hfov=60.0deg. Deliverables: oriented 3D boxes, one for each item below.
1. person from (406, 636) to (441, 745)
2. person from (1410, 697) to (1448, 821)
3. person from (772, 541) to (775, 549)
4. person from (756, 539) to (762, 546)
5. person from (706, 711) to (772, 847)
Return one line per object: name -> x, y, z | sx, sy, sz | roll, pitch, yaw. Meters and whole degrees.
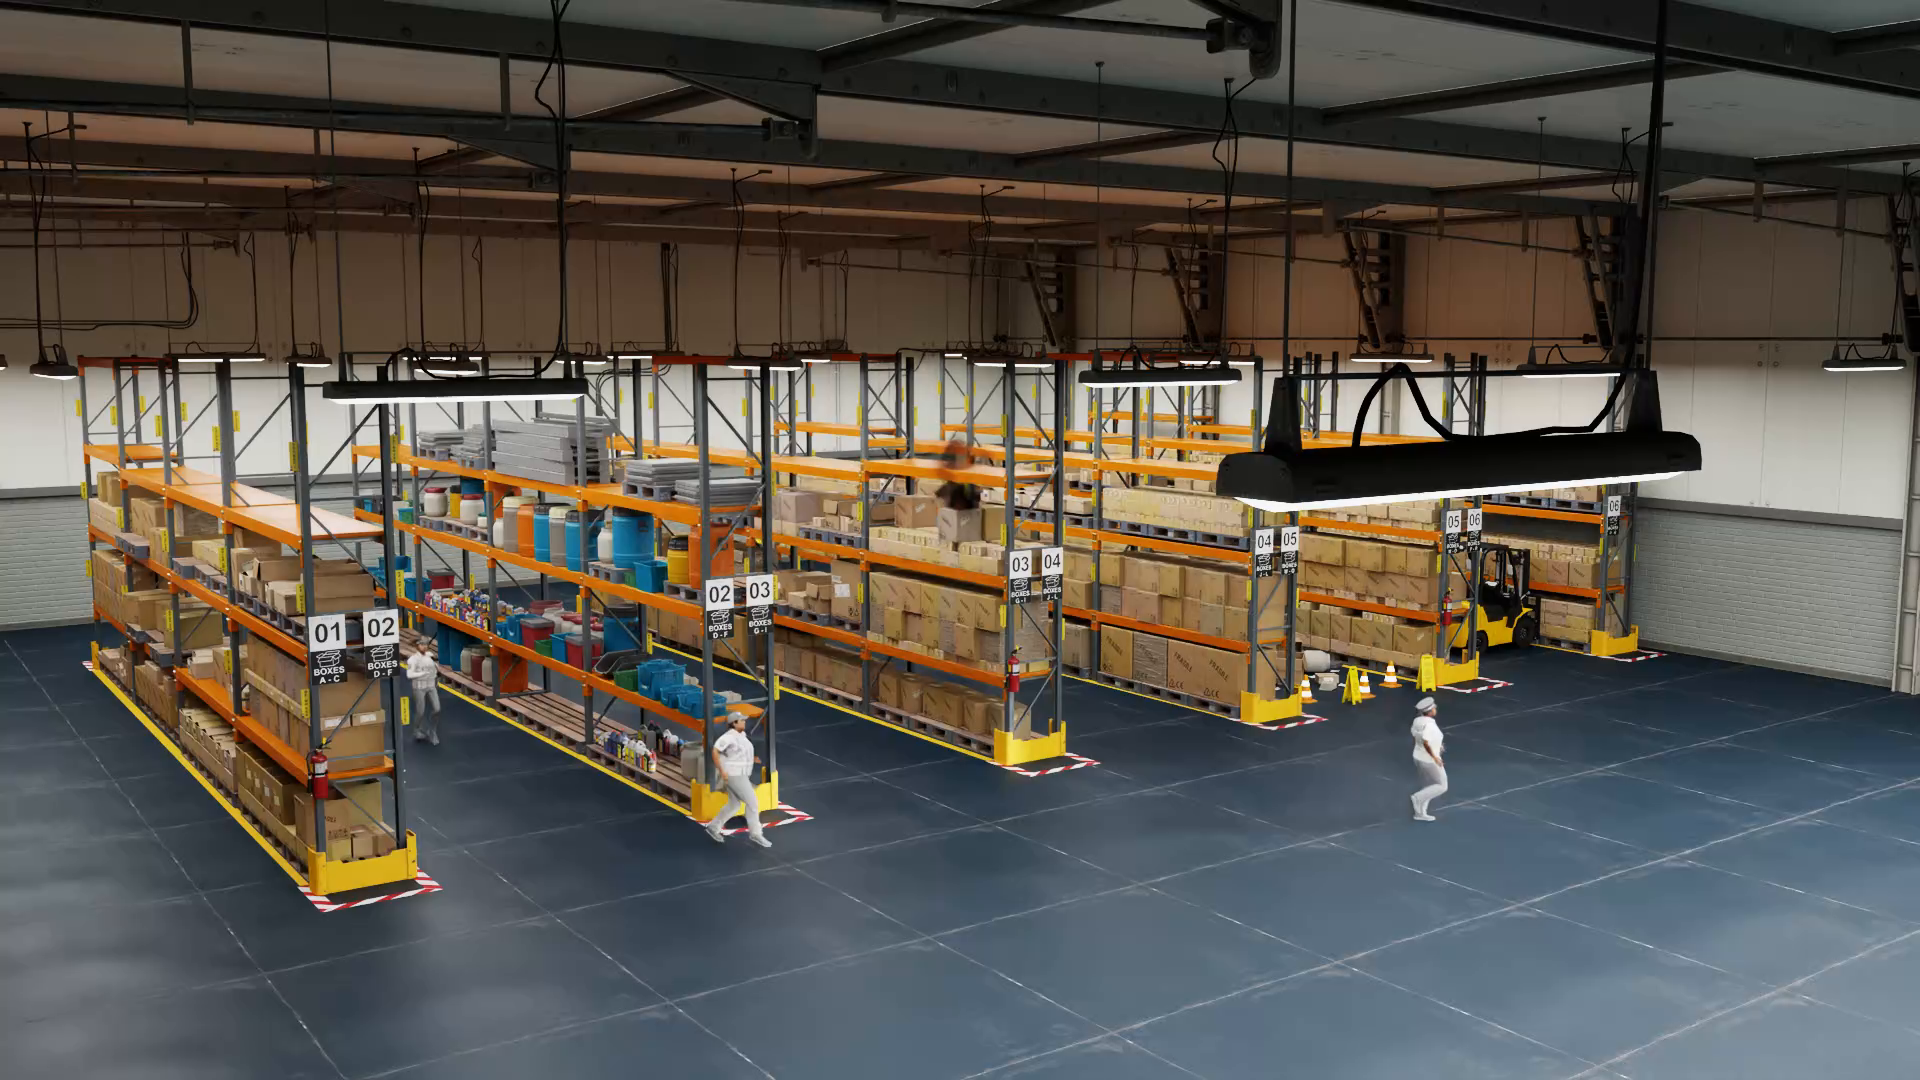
person -> -8.366, 2.347, 26.019 | 0.591, 1.736, 0.684 | -6, 9, -42
person -> 6.147, 2.875, 21.822 | 0.558, 1.654, 0.574 | -1, 7, -12
person -> -4.702, 0.452, 41.935 | 0.608, 1.656, 0.613 | 0, 7, 4
person -> -4.651, 0.830, 38.449 | 0.804, 1.700, 0.533 | -3, 8, -25
person -> -2.762, 2.981, 20.888 | 0.861, 1.659, 0.615 | 1, 7, 6
